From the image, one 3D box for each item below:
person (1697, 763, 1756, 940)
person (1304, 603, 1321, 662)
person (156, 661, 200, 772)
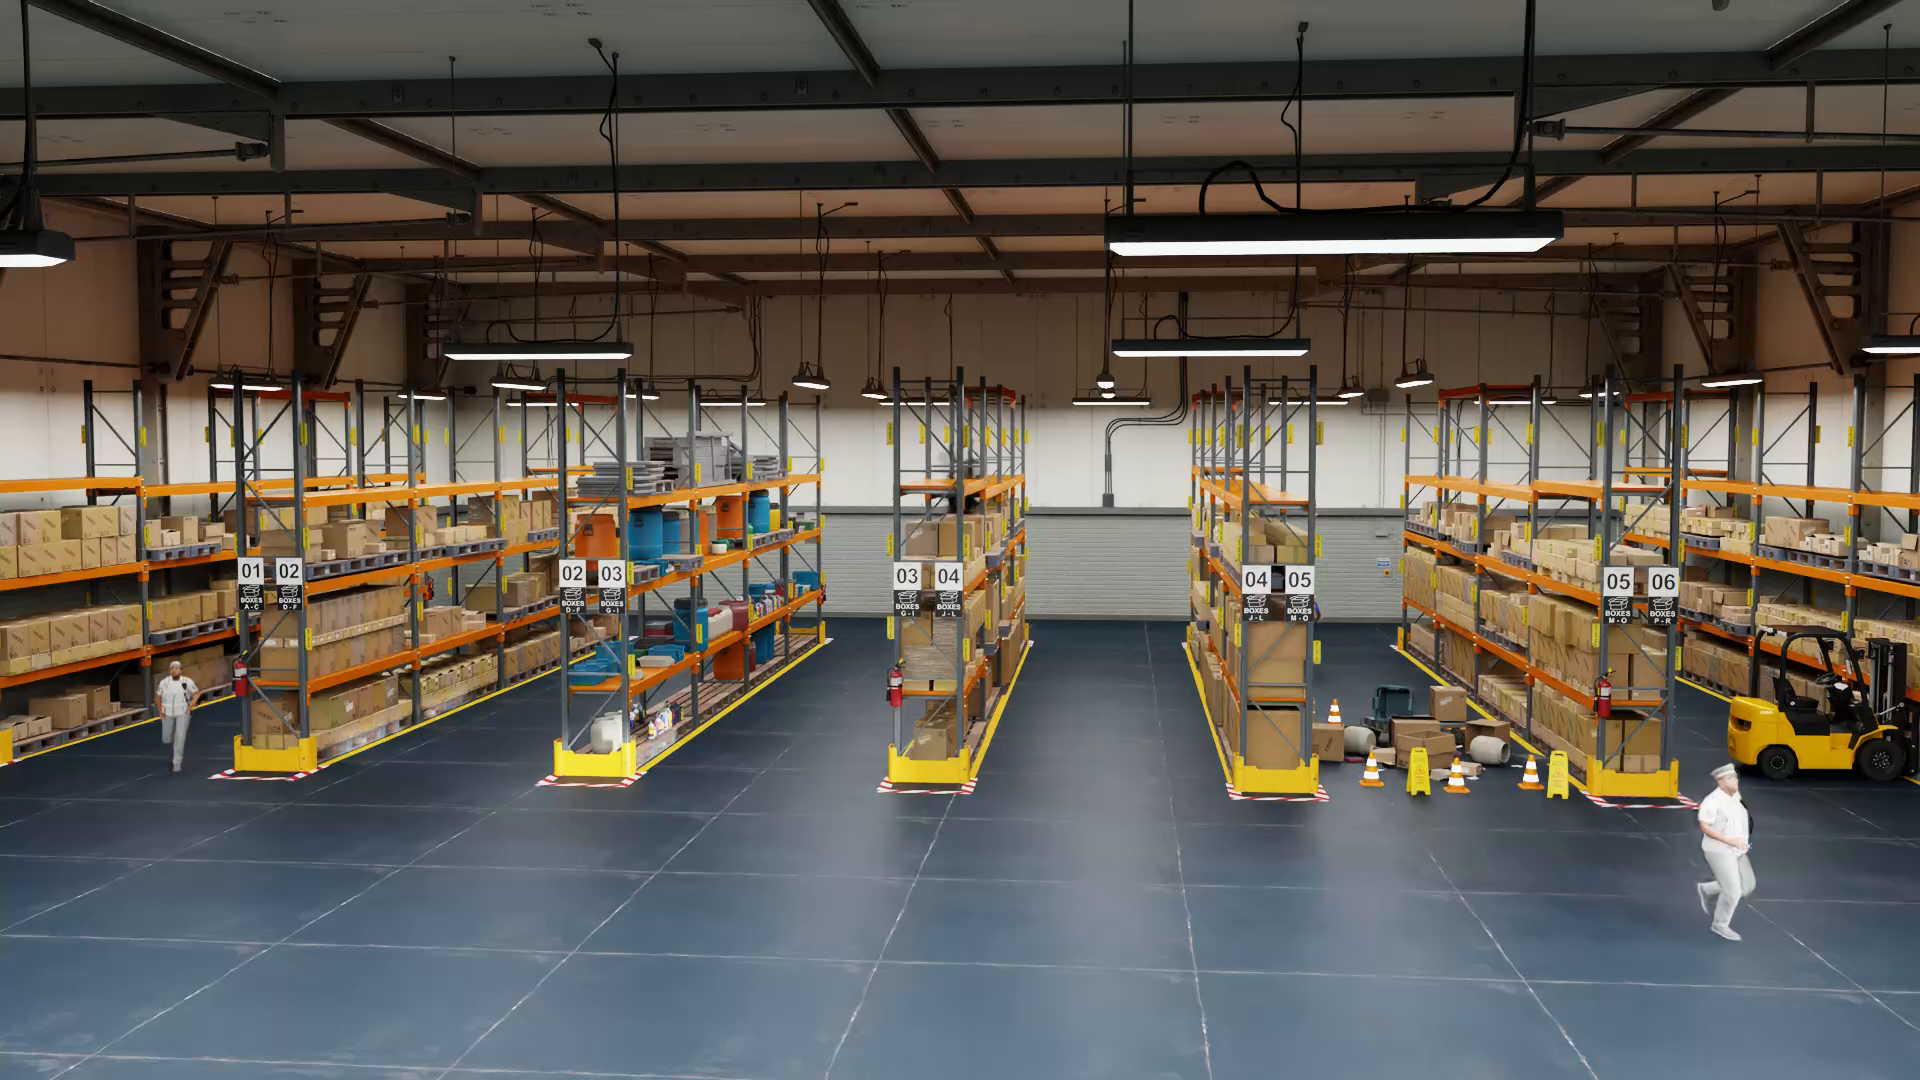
[{"bbox_3d":[7.678,3.102,16.714,0.697,1.752,0.627,-3,4,-37],"label":"person"},{"bbox_3d":[7.663,1.909,36.786,0.584,1.612,0.698,0,4,2],"label":"person"},{"bbox_3d":[-11.859,2.658,25.187,0.591,1.624,0.805,-1,4,-11],"label":"person"}]
